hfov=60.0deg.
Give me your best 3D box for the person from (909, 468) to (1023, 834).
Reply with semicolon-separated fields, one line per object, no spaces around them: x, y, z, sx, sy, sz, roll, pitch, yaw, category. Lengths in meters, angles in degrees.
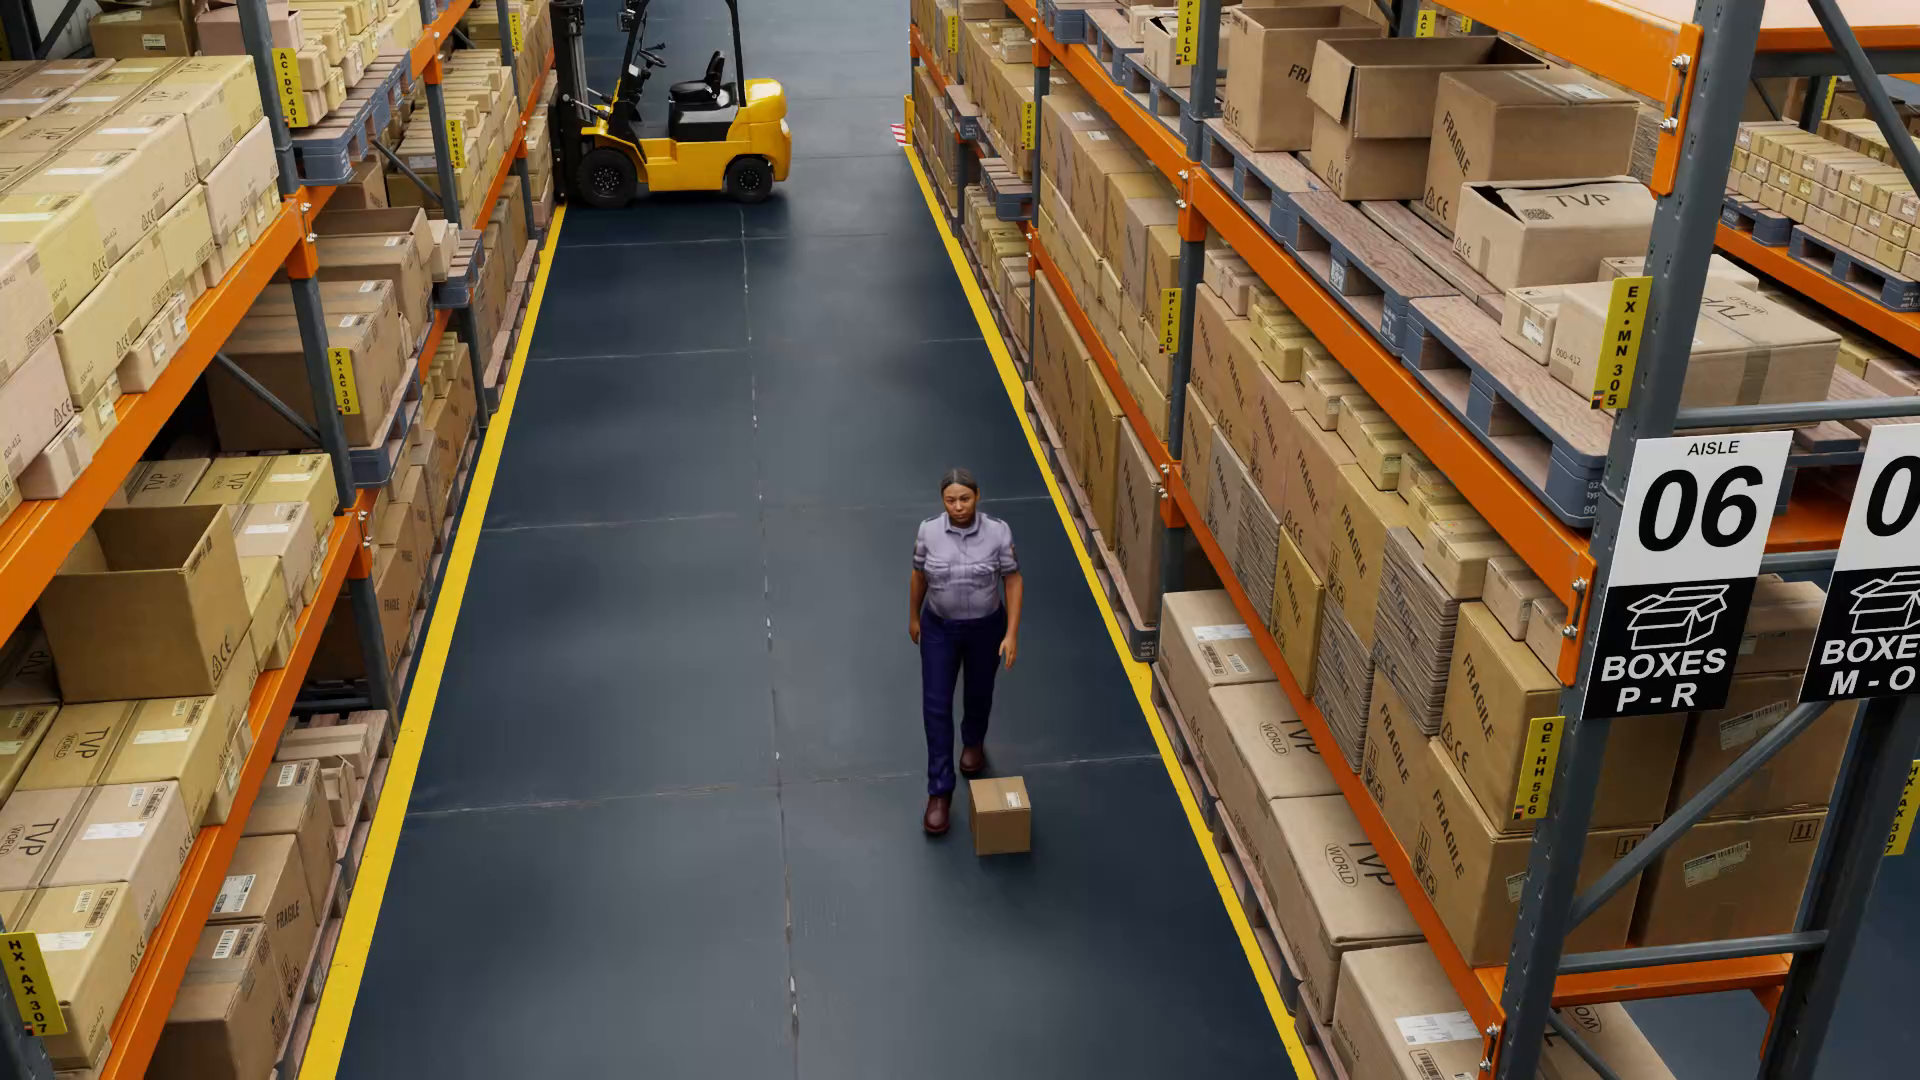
0.030;0.488;7.693;0.531;1.623;0.830;-1;27;-2;person
